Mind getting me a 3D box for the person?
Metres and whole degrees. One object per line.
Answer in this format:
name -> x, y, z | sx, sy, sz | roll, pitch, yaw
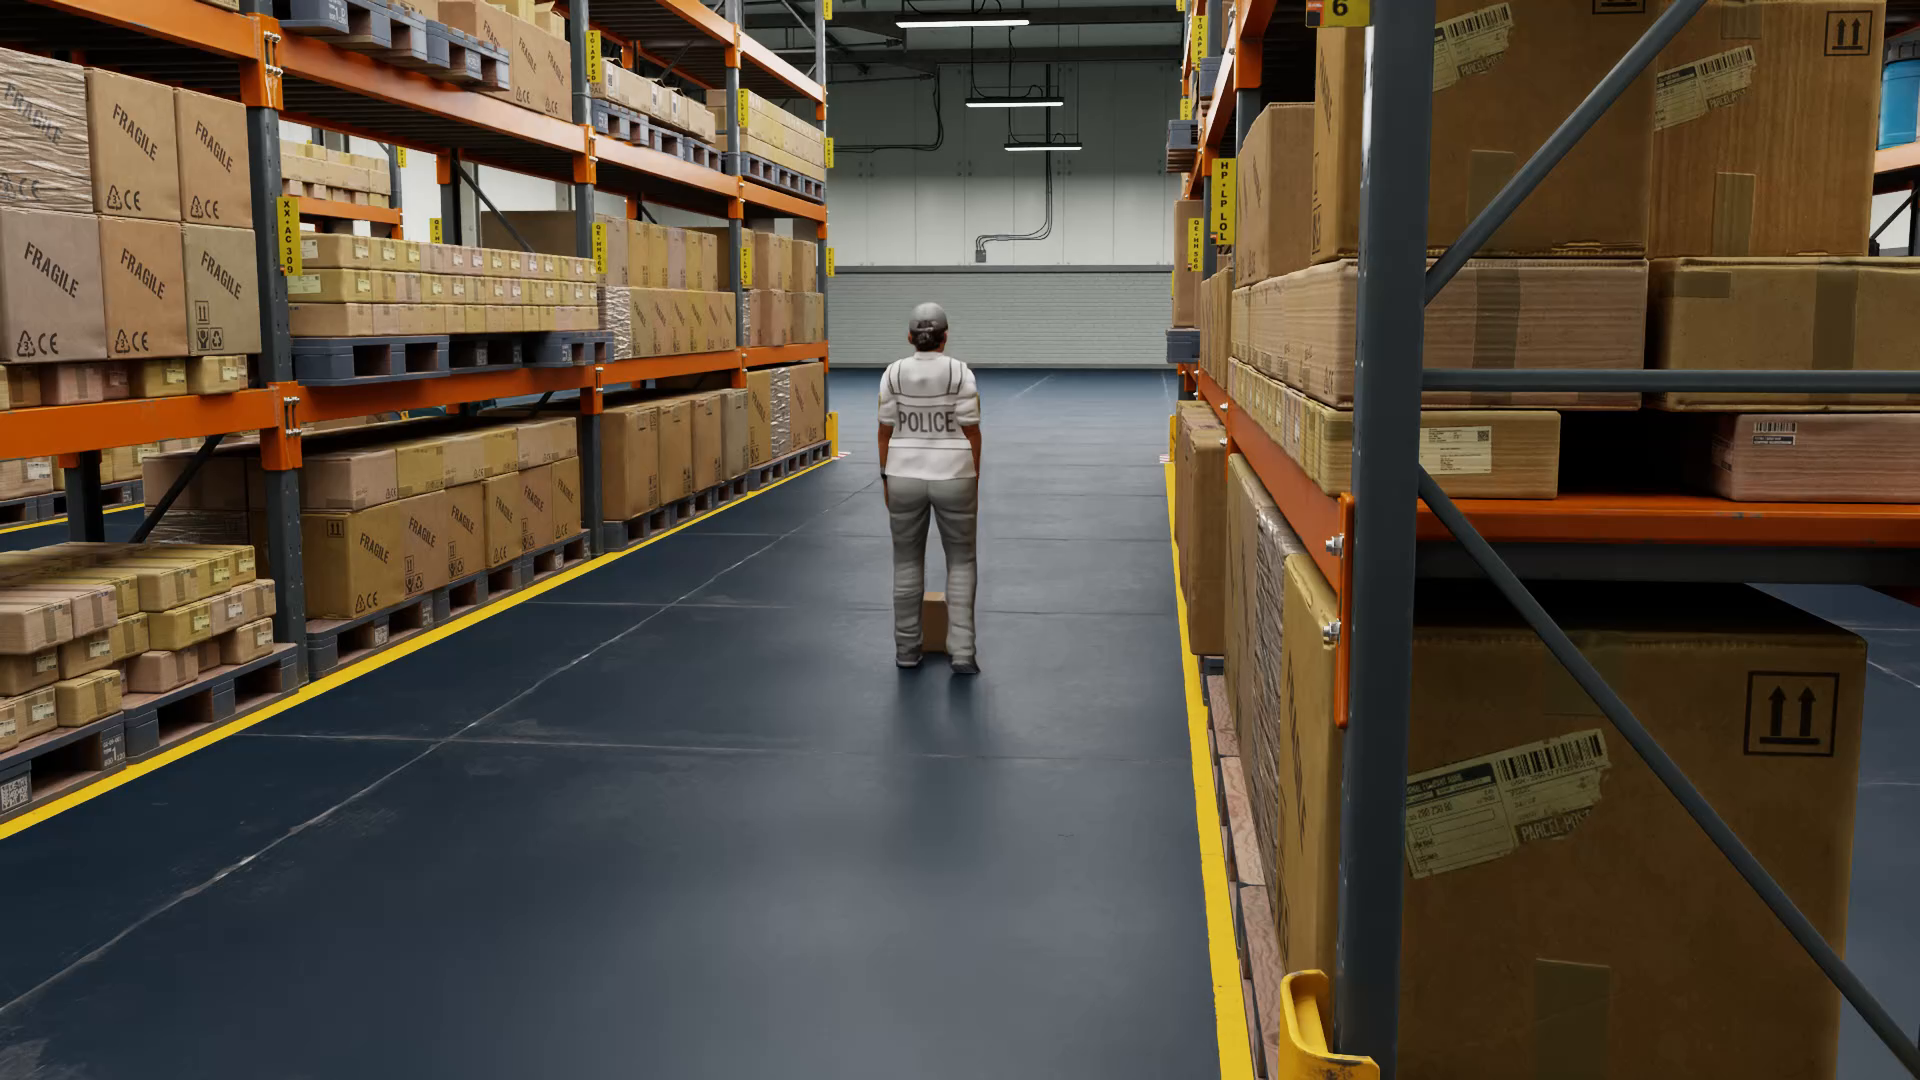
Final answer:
person -> -0.133, -0.203, 7.560 | 0.481, 1.737, 0.423 | 1, 8, 7
